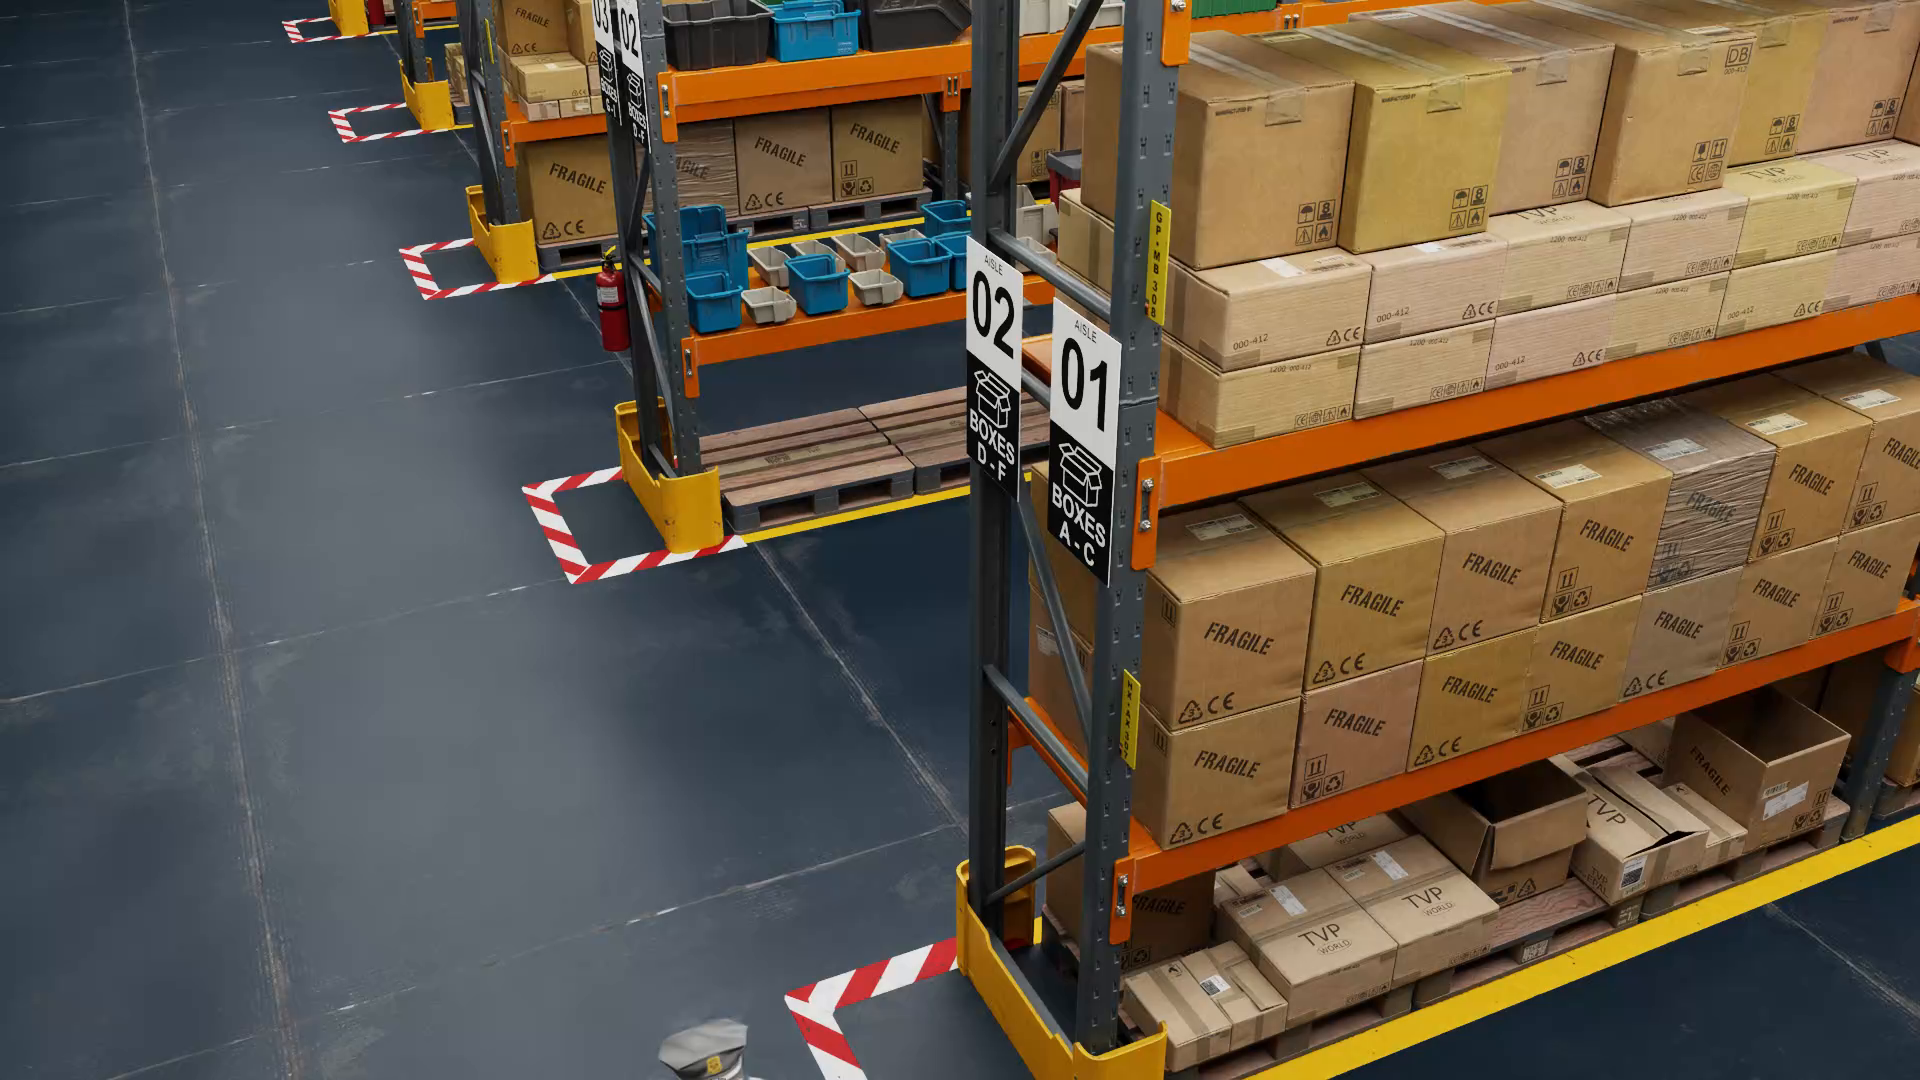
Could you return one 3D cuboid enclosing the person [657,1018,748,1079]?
[{"bbox_3d":[-0.634,2.096,4.750,0.514,1.747,0.483,-7,30,-12],"label":"person"}]
